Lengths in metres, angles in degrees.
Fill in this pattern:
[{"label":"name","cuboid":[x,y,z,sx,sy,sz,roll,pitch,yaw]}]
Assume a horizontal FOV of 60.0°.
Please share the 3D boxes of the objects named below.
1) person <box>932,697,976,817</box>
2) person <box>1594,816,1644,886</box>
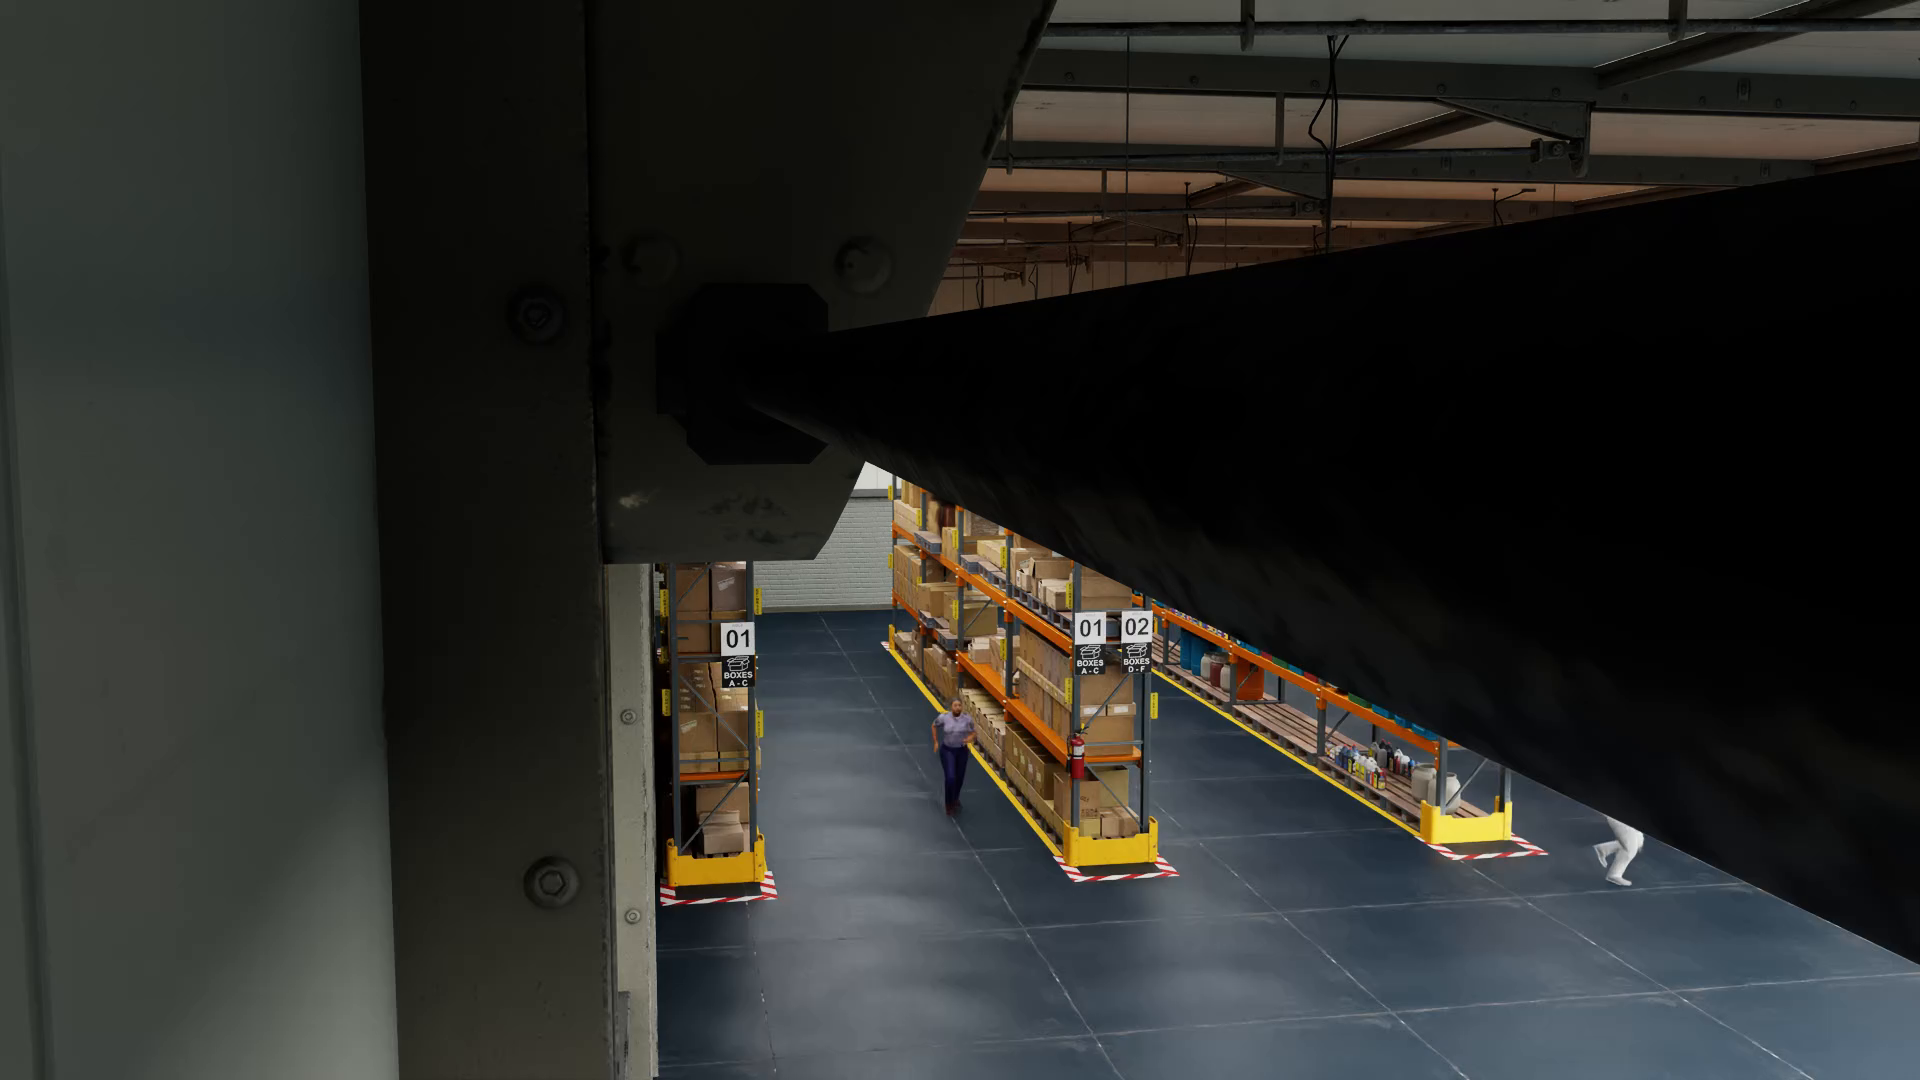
[{"label":"person","cuboid":[-0.068,3.017,23.222,0.570,1.688,0.796,-2,6,-14]},{"label":"person","cuboid":[8.016,3.371,20.152,0.620,1.629,0.623,4,7,30]}]
